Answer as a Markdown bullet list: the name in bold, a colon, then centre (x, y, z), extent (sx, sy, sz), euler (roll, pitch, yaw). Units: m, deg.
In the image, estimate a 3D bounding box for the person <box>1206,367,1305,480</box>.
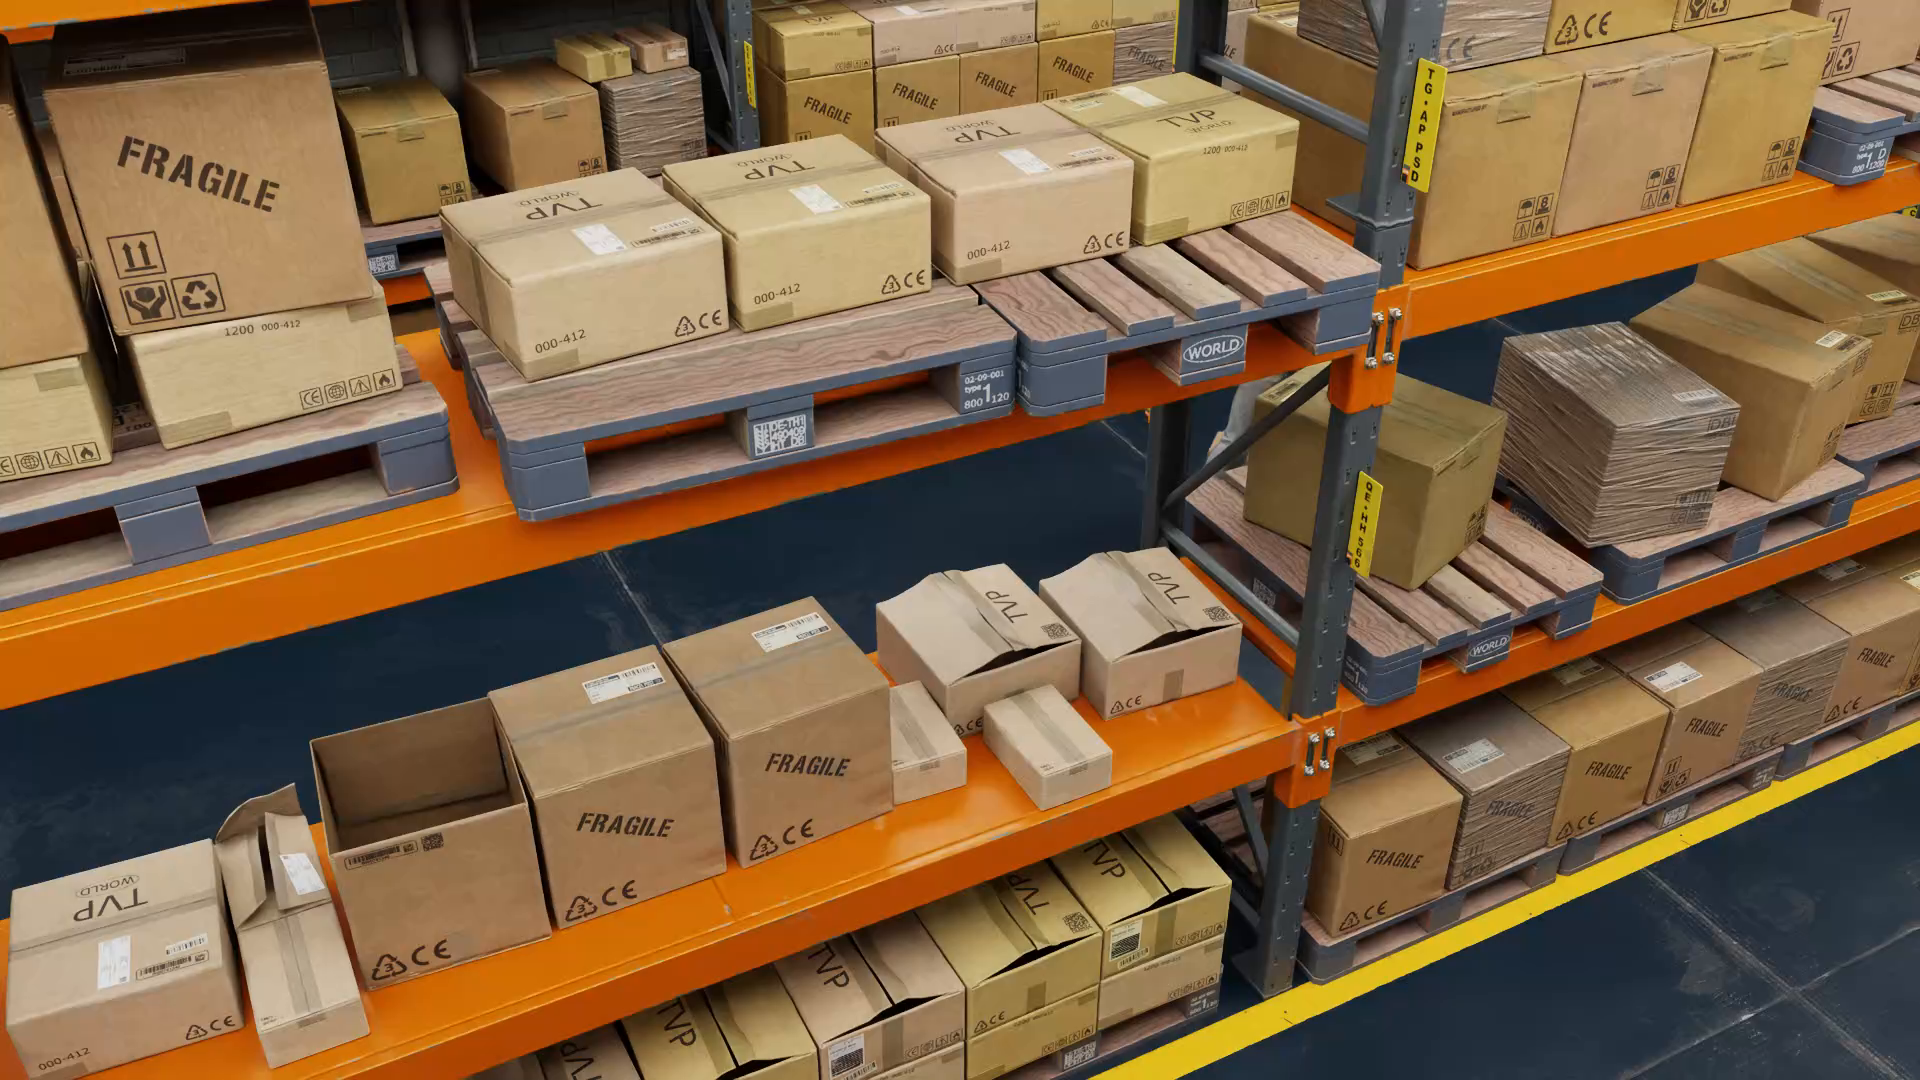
- **person**: centre (1.540, -0.844, 8.463), extent (0.804, 1.702, 0.497), euler (-12, 35, -17)
